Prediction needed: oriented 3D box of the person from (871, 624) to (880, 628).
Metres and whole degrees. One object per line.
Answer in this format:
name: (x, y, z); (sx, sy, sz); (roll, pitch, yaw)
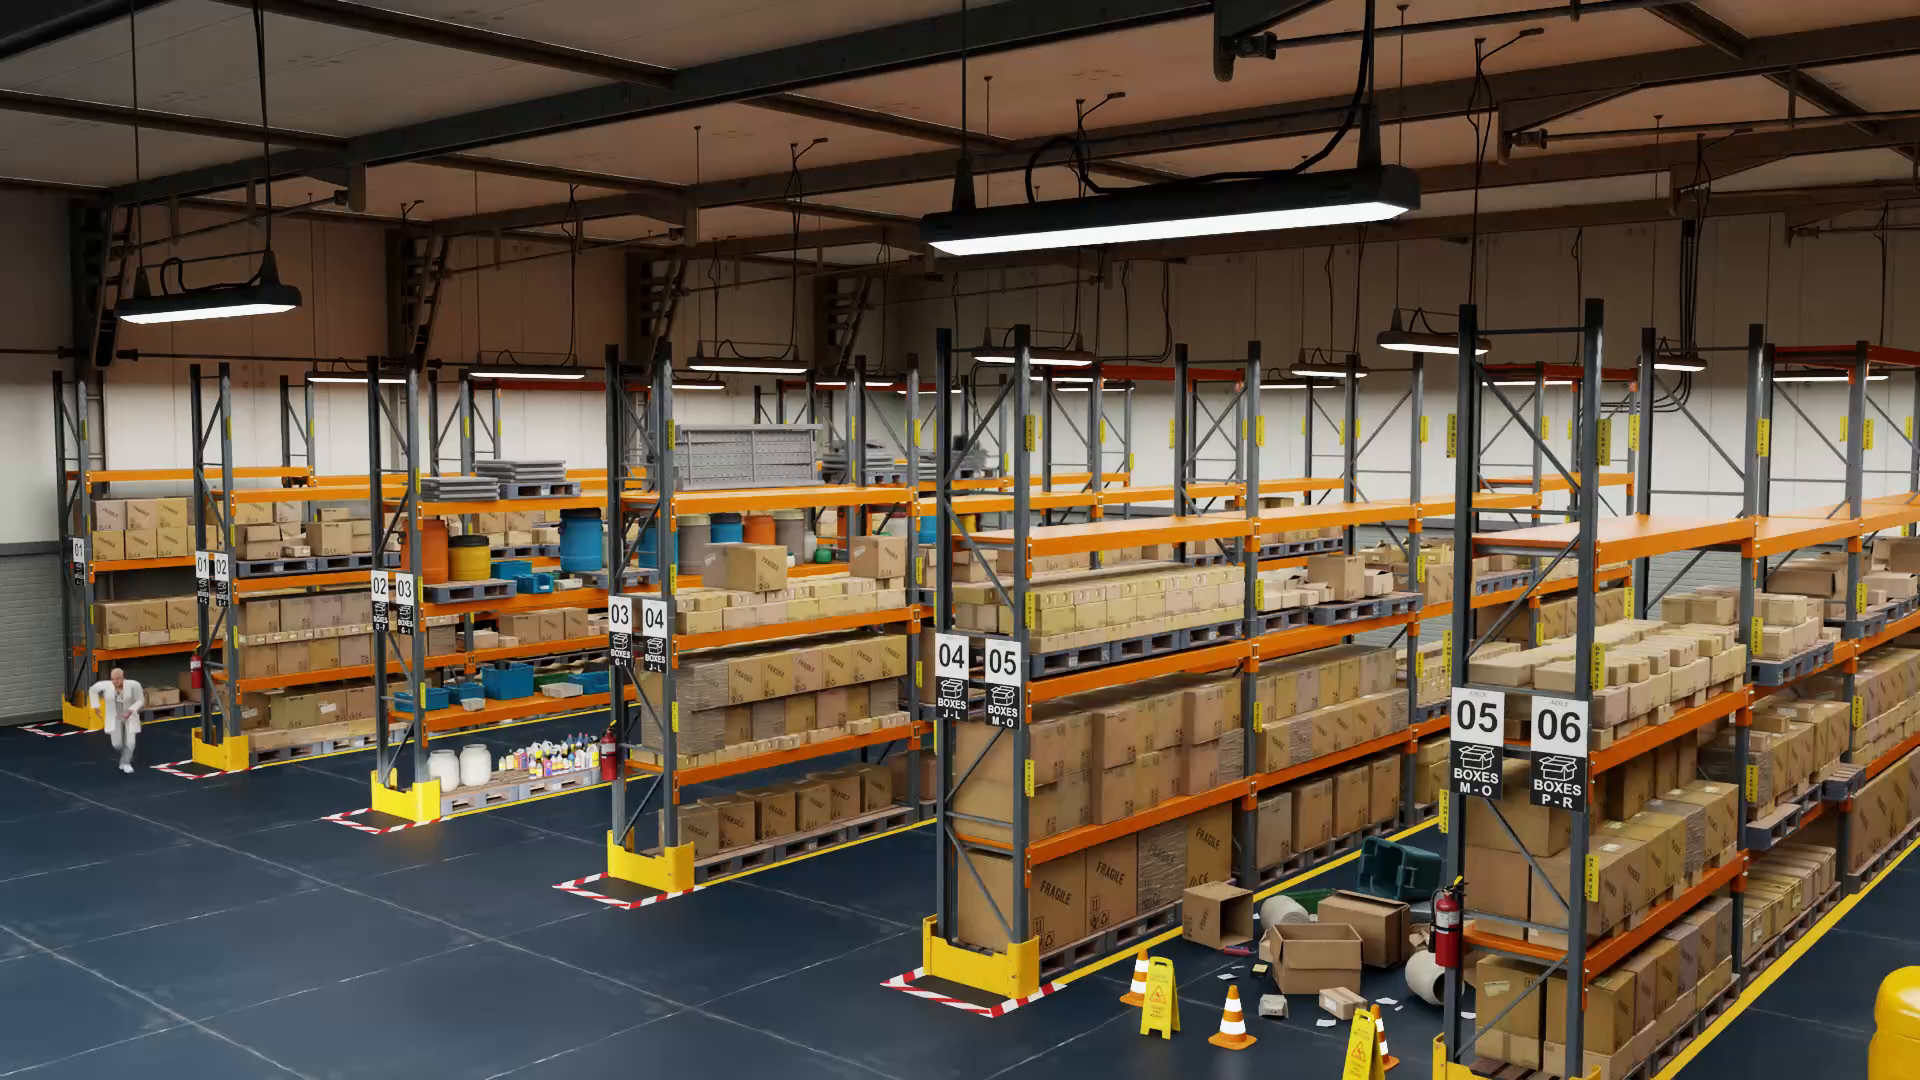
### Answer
person: (-1.504, 2.164, 31.127); (0.533, 1.498, 0.826); (2, 5, 27)

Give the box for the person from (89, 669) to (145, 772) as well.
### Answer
person: (-12.267, 2.629, 24.210); (0.736, 1.591, 0.873); (-2, 4, -21)
